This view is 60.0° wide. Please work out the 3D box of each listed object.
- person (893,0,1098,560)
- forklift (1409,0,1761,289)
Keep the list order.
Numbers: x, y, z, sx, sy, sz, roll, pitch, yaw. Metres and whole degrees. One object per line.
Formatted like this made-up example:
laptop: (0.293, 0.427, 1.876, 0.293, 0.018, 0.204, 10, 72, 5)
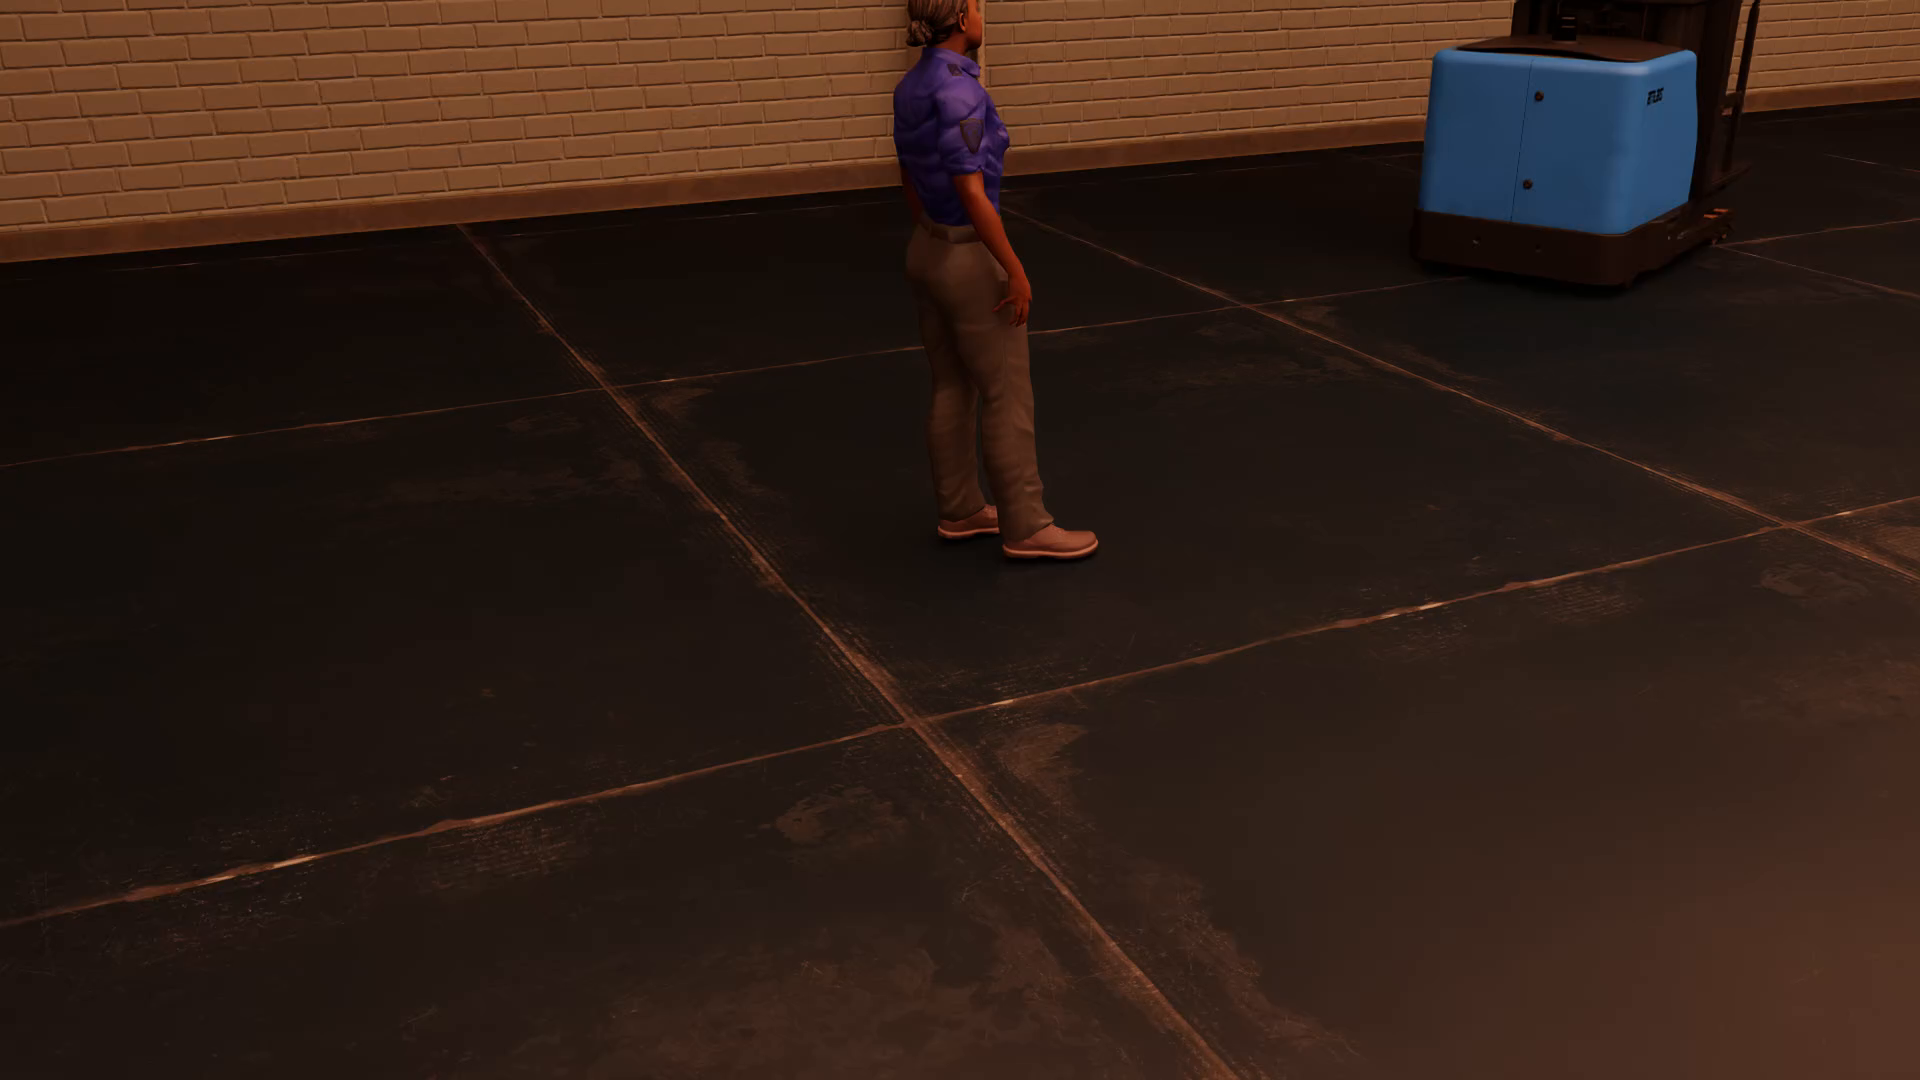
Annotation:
person: (0.088, -0.778, 4.804, 0.504, 1.654, 0.569, -10, 25, -23)
forklift: (3.566, -3.037, 8.598, 1.130, 2.935, 3.031, 17, 28, 35)
